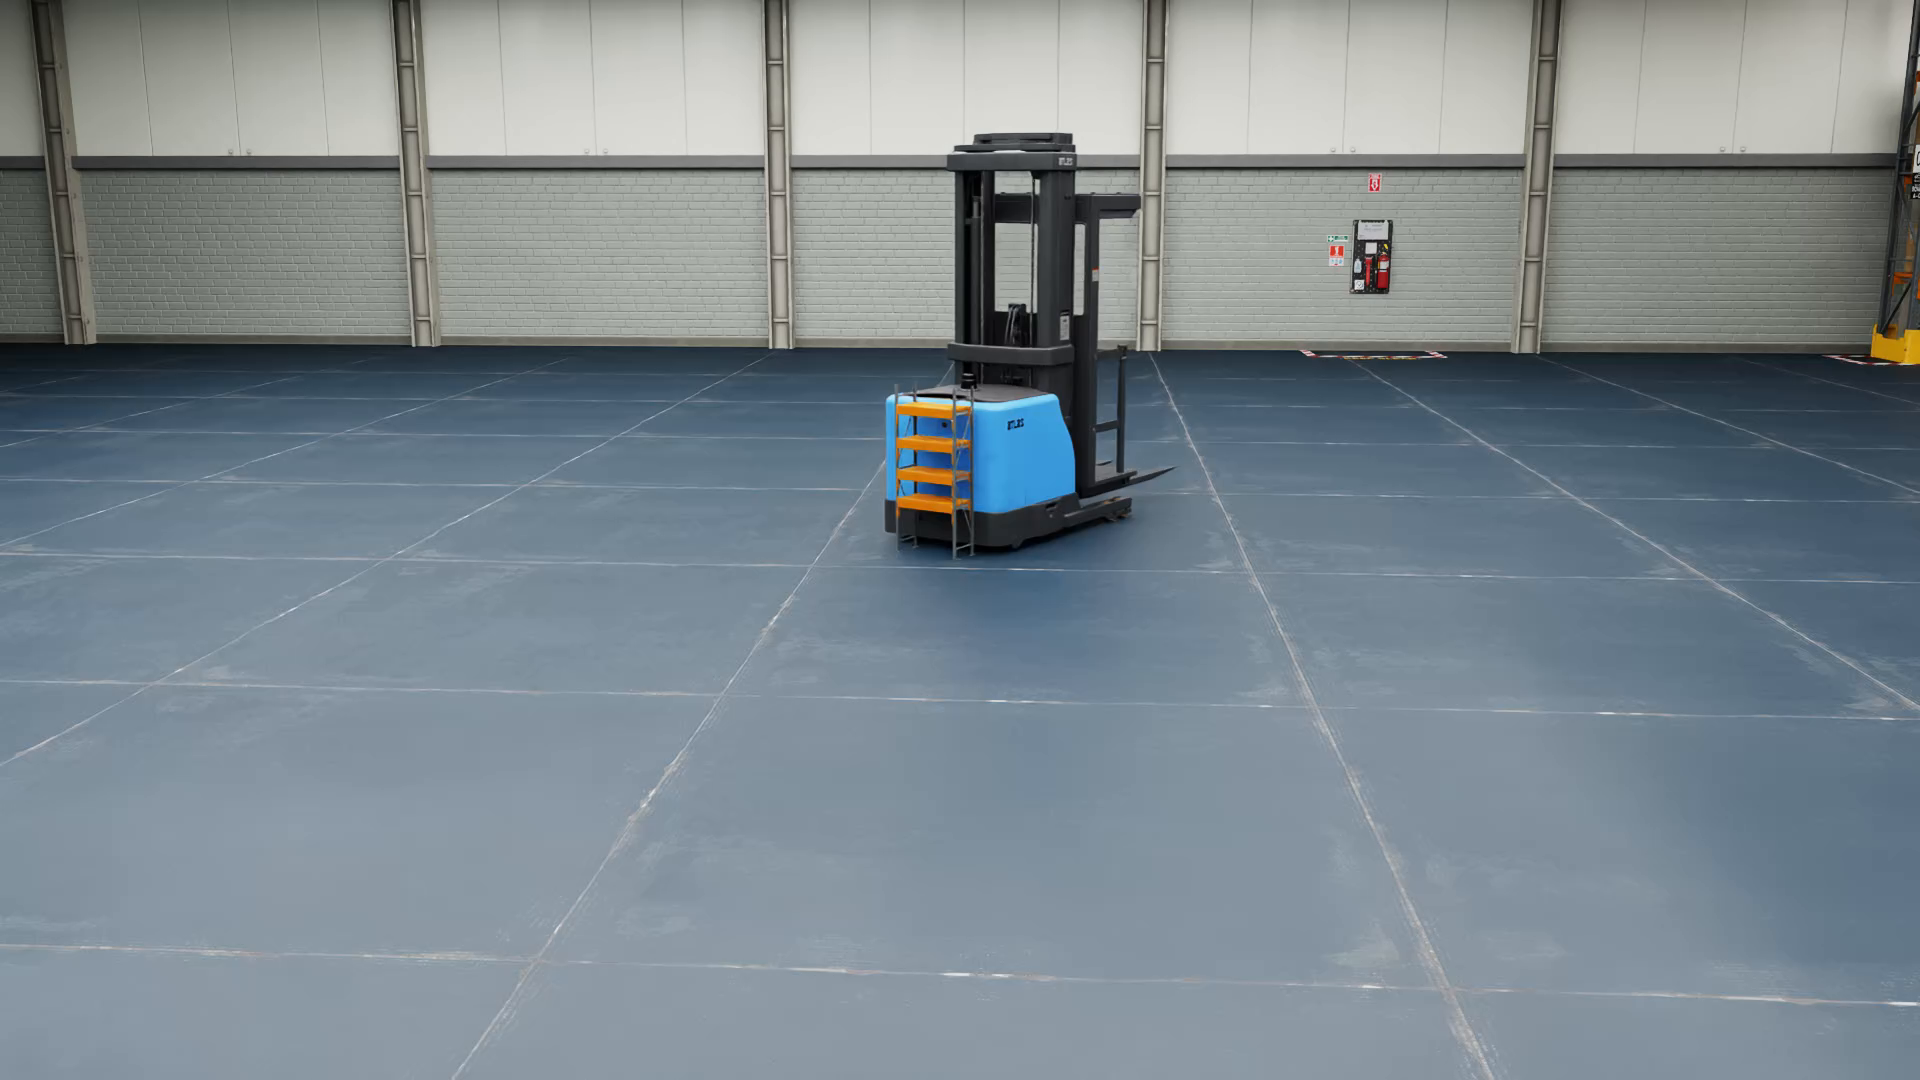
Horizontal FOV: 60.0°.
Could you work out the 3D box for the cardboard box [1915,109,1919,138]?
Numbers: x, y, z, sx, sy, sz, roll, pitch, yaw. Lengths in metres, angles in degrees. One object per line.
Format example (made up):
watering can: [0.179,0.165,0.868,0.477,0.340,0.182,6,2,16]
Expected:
cardboard box: [14.724,-6.287,24.934,0.500,0.500,0.500,1,12,6]

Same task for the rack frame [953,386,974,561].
rack frame: [0.024,-0.459,11.533,0.015,1.200,0.240,8,14,33]

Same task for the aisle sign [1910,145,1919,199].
aisle sign: [14.184,-5.435,24.574,0.004,0.787,0.394,1,12,4]

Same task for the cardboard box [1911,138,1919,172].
cardboard box: [14.709,-5.796,25.029,0.500,0.500,0.500,2,12,8]

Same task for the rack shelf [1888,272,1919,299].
rack shelf: [16.272,-3.843,25.072,4.000,0.370,1.077,1,12,4]

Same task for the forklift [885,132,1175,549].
forklift: [0.698,-1.623,12.870,1.130,2.935,3.031,8,14,34]

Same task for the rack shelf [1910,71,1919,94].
rack shelf: [16.272,-6.778,24.458,4.000,0.370,1.077,1,12,4]

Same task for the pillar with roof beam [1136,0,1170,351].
pillar with roof beam: [2.772,-6.611,21.894,0.400,9.000,9.100,1,12,4]

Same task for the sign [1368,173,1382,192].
sign: [6.581,-5.669,26.380,0.199,0.298,0.001,1,12,4]

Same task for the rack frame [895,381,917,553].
rack frame: [-0.381,-0.515,11.801,0.015,1.200,0.240,8,14,33]

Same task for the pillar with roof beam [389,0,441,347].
pillar with roof beam: [-9.202,-6.775,22.679,0.400,9.000,9.100,1,12,4]

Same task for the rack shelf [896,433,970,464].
rack shelf: [-0.179,-0.640,11.635,0.480,0.148,0.258,8,14,33]

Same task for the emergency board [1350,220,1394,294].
emergency board: [6.583,-4.514,26.519,0.643,1.169,0.194,1,12,4]

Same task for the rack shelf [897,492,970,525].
rack shelf: [-0.179,-0.227,11.721,0.480,0.148,0.258,8,14,33]

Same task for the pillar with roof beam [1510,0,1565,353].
pillar with roof beam: [8.758,-6.529,21.502,0.400,9.000,9.100,1,12,4]

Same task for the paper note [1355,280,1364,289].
paper note: [6.411,-4.099,26.688,0.142,0.148,0.016,1,12,4]

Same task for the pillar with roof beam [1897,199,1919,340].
pillar with roof beam: [14.745,-6.447,21.109,0.400,9.000,9.100,1,12,4]

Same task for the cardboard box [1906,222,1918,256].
cardboard box: [14.761,-4.563,25.242,0.500,0.500,0.500,1,12,3]

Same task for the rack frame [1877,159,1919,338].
rack frame: [14.276,-4.223,25.129,0.127,3.000,1.000,1,12,4]

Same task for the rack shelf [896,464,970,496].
rack shelf: [-0.179,-0.421,11.681,0.480,0.148,0.258,8,14,33]

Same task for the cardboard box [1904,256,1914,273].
cardboard box: [14.755,-4.192,25.301,0.500,0.250,0.500,1,12,5]

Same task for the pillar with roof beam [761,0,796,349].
pillar with roof beam: [-3.215,-6.693,22.286,0.400,9.000,9.100,1,12,4]

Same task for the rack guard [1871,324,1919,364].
rack guard: [14.352,-2.998,25.380,0.348,0.500,1.175,1,12,4]

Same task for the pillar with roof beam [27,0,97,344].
pillar with roof beam: [-15.188,-6.857,23.071,0.400,9.000,9.100,1,12,4]

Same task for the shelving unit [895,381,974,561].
shelving unit: [-0.179,-0.487,11.667,0.503,1.200,0.258,8,14,33]

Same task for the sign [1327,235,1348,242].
sign: [6.042,-4.817,26.589,0.331,0.109,0.001,1,12,4]

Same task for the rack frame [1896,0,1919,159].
rack frame: [14.276,-7.159,24.515,0.127,3.000,1.000,1,12,4]

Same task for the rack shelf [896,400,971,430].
rack shelf: [-0.179,-0.872,11.586,0.480,0.148,0.258,8,14,33]

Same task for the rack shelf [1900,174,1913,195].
rack shelf: [16.272,-5.311,24.764,4.000,0.370,1.077,1,12,4]

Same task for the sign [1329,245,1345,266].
sign: [6.038,-4.560,26.652,0.234,0.329,0.001,1,12,4]
